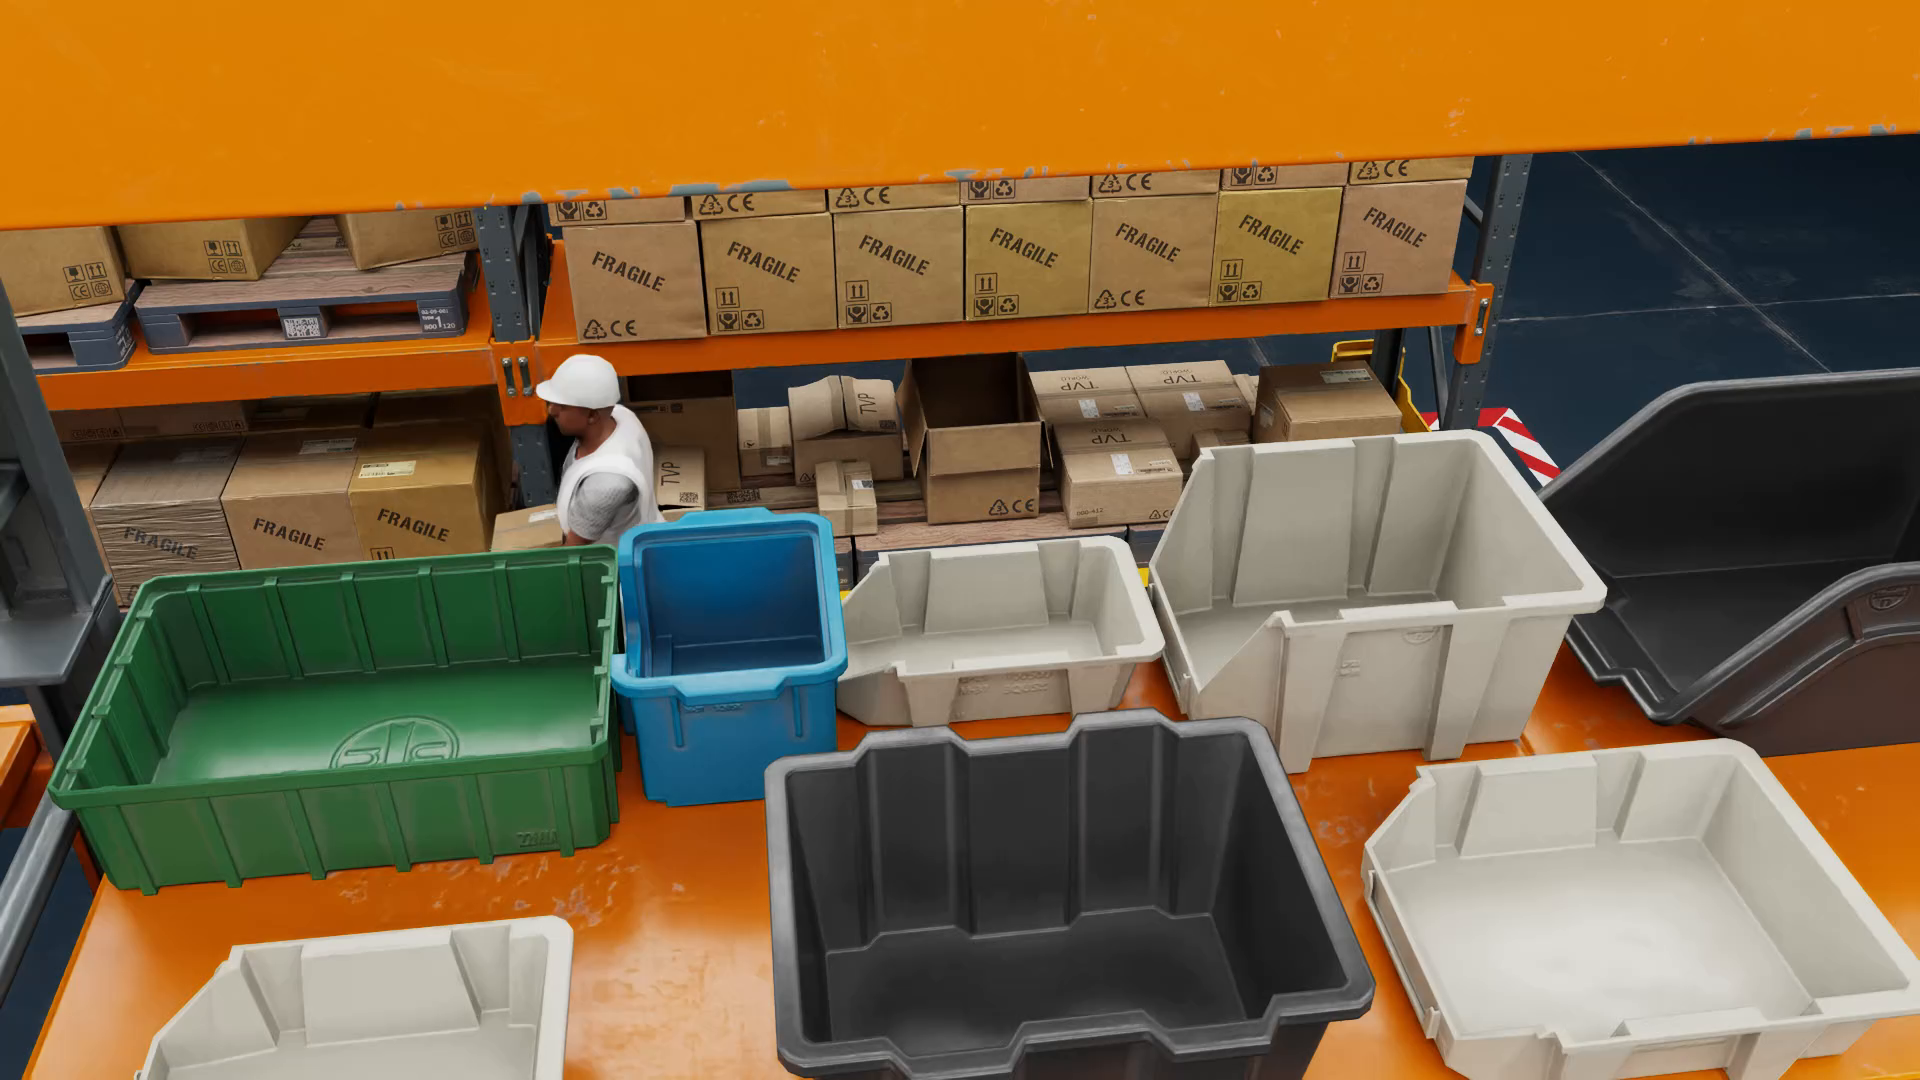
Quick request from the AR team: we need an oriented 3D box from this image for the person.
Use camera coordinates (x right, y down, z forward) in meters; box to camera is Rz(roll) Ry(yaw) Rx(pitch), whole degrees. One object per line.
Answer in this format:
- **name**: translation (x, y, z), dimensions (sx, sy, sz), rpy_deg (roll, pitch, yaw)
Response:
- **person**: translation (-1.294, 0.140, 5.924), dimensions (0.577, 1.779, 0.492), rpy_deg (-5, 35, -7)
